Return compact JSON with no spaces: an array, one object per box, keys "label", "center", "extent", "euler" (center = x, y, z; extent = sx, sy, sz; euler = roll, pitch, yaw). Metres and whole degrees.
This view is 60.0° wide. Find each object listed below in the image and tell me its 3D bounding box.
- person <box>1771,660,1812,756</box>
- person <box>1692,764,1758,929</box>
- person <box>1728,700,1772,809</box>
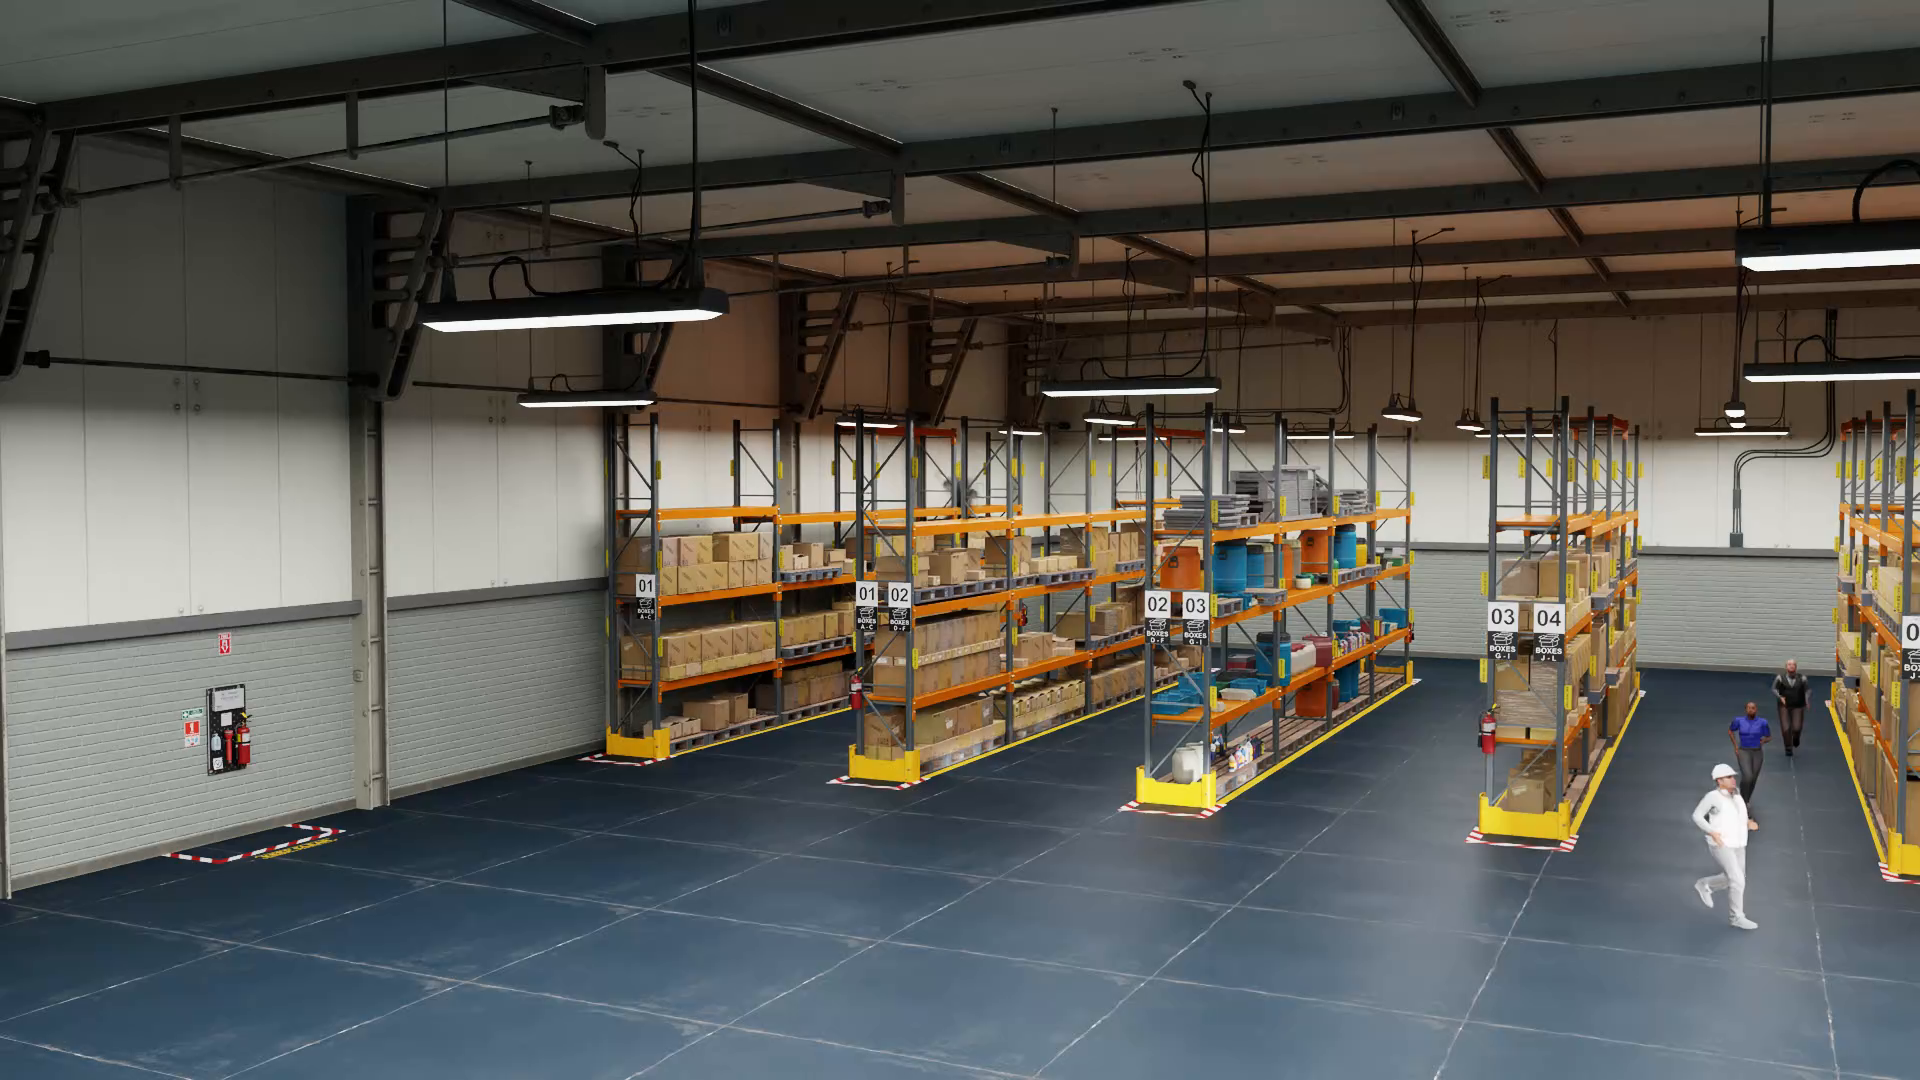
[{"label":"person","center":[14.594,2.942,29.199],"extent":[0.660,1.679,0.580],"euler":[1,3,24]},{"label":"person","center":[8.455,3.353,18.385],"extent":[0.670,1.745,0.869],"euler":[-1,3,-27]},{"label":"person","center":[11.519,3.176,24.210],"extent":[0.548,1.684,0.693],"euler":[1,2,13]}]
